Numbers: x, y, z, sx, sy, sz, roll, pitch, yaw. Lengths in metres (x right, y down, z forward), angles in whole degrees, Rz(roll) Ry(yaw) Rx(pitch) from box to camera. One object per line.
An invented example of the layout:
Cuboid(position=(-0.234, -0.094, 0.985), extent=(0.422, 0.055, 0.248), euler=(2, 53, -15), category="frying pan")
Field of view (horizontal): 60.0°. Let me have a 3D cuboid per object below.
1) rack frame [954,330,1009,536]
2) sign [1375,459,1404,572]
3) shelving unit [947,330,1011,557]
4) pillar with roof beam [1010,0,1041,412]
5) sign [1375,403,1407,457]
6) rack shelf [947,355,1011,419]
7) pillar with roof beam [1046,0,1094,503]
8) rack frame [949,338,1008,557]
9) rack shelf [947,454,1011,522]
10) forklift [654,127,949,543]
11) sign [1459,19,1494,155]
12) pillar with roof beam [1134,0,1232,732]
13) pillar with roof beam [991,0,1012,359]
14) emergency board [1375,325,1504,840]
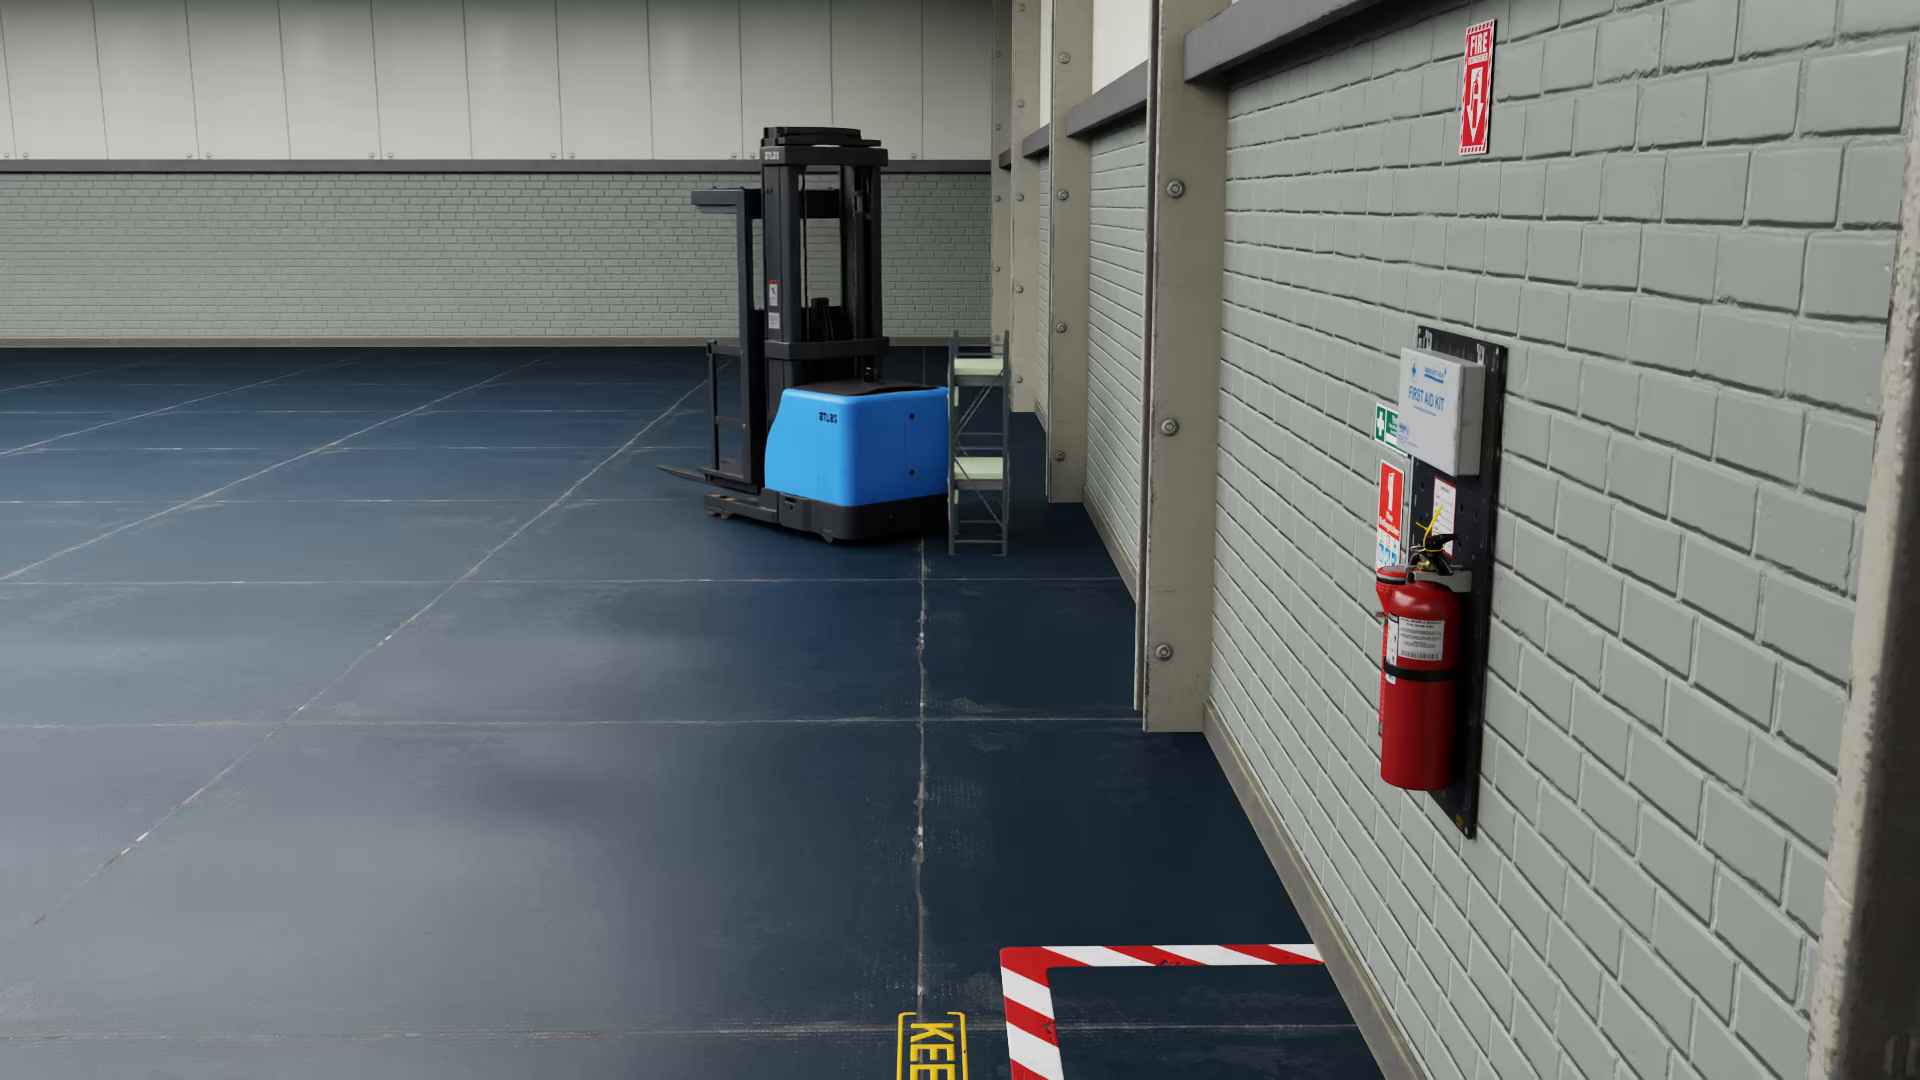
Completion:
Cuboid(position=(0.154, -0.768, 12.072), extent=(0.400, 1.500, 0.023), euler=(0, 11, 2), category="rack frame")
Cuboid(position=(1.205, -0.049, 4.669), extent=(0.001, 0.329, 0.234), euler=(0, 11, -1), category="sign")
Cuboid(position=(0.141, -0.695, 11.714), extent=(0.431, 1.500, 0.755), euler=(0, 11, 2), category="shelving unit")
Cuboid(position=(-3.550, -5.931, 18.659), extent=(9.100, 9.000, 0.400), euler=(0, 11, -1), category="pillar with roof beam")
Cuboid(position=(1.196, -0.308, 4.611), extent=(0.001, 0.109, 0.331), euler=(0, 11, -1), category="sign")
Cuboid(position=(0.141, -1.078, 11.636), extent=(0.431, 0.370, 0.720), euler=(0, 11, 2), category="rack shelf")
Cuboid(position=(-3.426, -4.738, 12.780), extent=(9.100, 9.000, 0.400), euler=(0, 11, -1), category="pillar with roof beam")
Cuboid(position=(0.127, -0.623, 11.356), extent=(0.400, 1.500, 0.023), euler=(0, 11, 2), category="rack frame")
Cuboid(position=(0.141, -0.376, 11.779), extent=(0.431, 0.370, 0.720), euler=(0, 11, 2), category="rack shelf")
Cuboid(position=(-1.354, -1.655, 12.845), extent=(1.130, 2.935, 3.031), euler=(-9, 15, -39), category="forklift")
Cuboid(position=(1.213, -1.060, 3.908), extent=(0.001, 0.298, 0.199), euler=(0, 11, -1), category="sign")
Cuboid(position=(-3.302, -3.545, 6.901), extent=(9.100, 9.000, 0.400), euler=(0, 11, -1), category="pillar with roof beam")
Cuboid(position=(-3.674, -7.123, 24.538), extent=(9.100, 9.000, 0.400), euler=(0, 11, -1), category="pillar with roof beam")
Cuboid(position=(1.113, 0.078, 4.128), extent=(0.194, 1.169, 0.643), euler=(0, 11, -1), category="emergency board")
